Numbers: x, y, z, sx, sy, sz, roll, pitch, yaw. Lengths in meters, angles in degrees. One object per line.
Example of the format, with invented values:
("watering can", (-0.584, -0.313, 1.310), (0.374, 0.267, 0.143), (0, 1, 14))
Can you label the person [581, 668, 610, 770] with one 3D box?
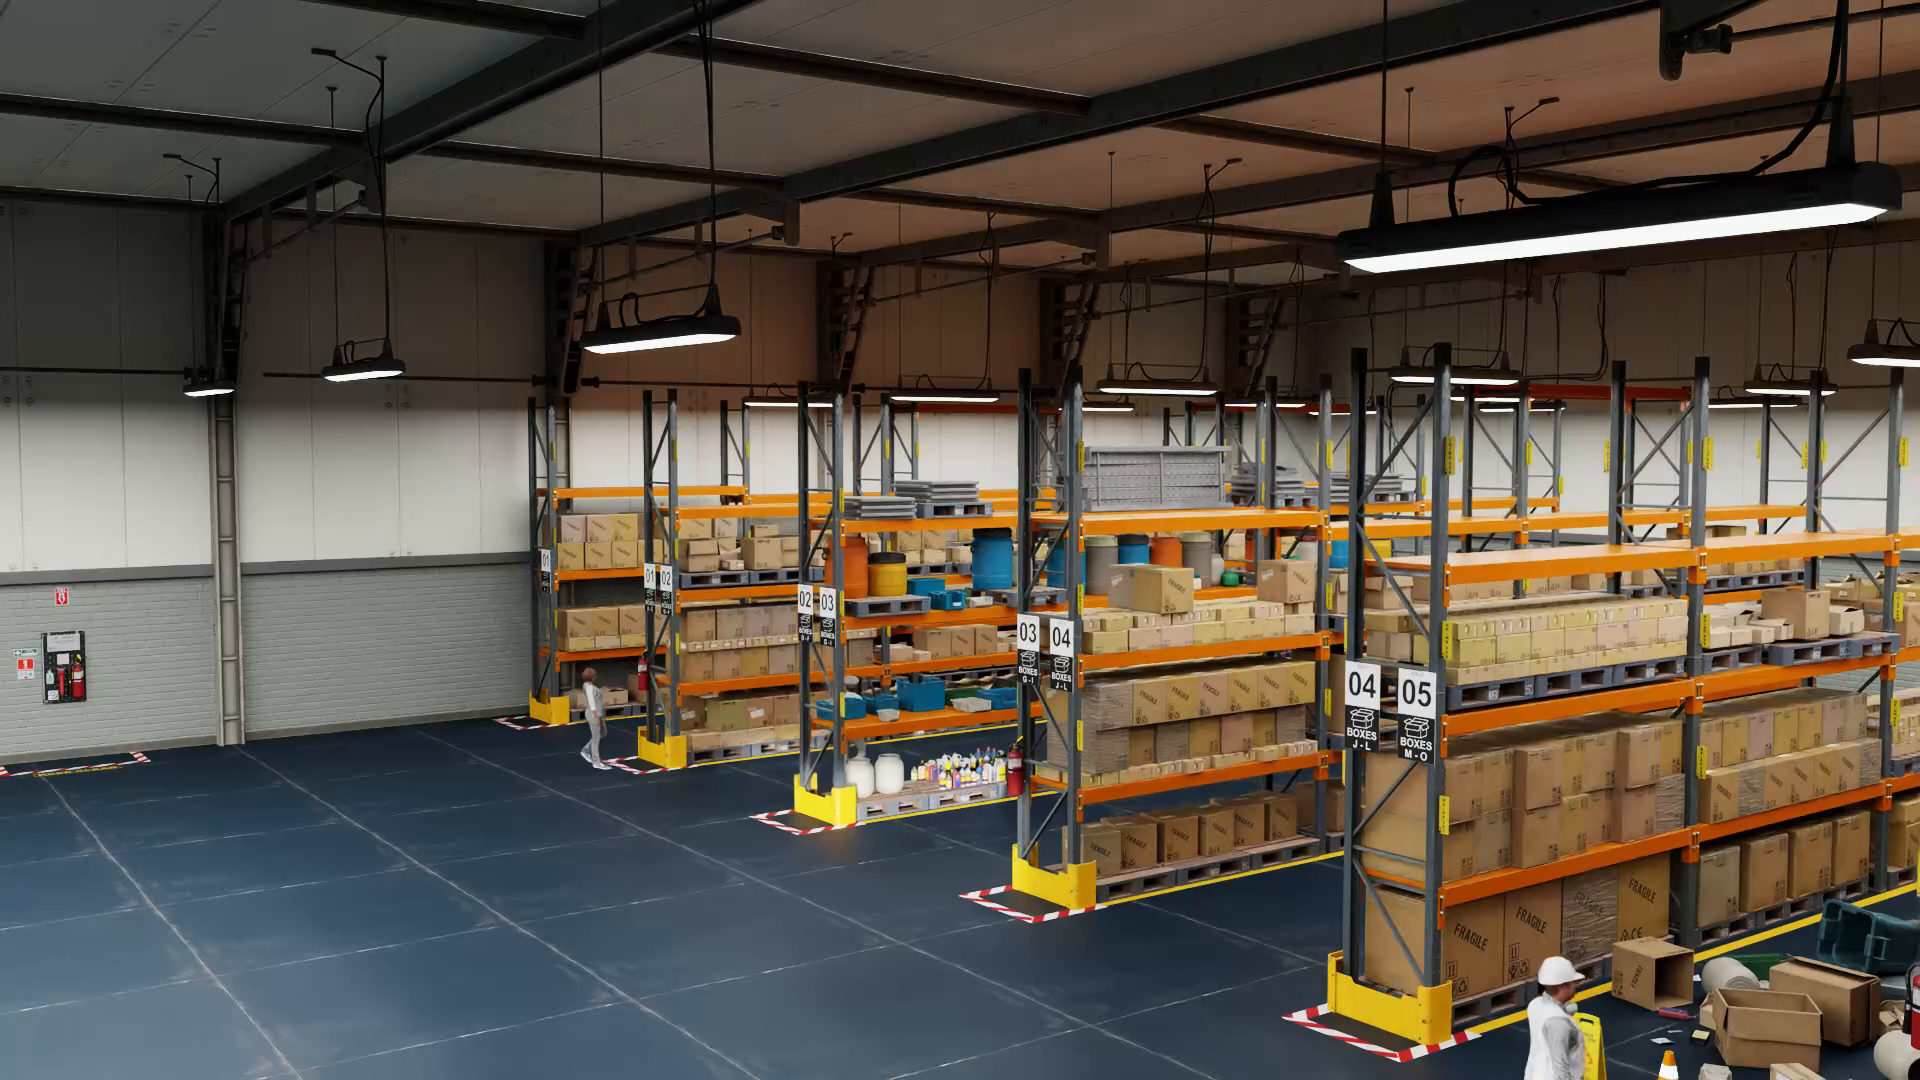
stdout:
("person", (-5.795, 2.818, 26.371), (0.502, 1.603, 0.482), (0, 3, -3))

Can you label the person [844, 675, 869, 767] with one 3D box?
("person", (-1.622, 2.897, 24.872), (0.567, 1.734, 0.524), (1, 4, 20))

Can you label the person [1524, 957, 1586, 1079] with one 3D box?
("person", (3.980, 3.639, 10.943), (0.485, 1.795, 0.600), (1, 3, 11))

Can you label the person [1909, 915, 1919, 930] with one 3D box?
("person", (10.270, 3.314, 17.249), (0.567, 1.648, 0.891), (1, 3, 14))
